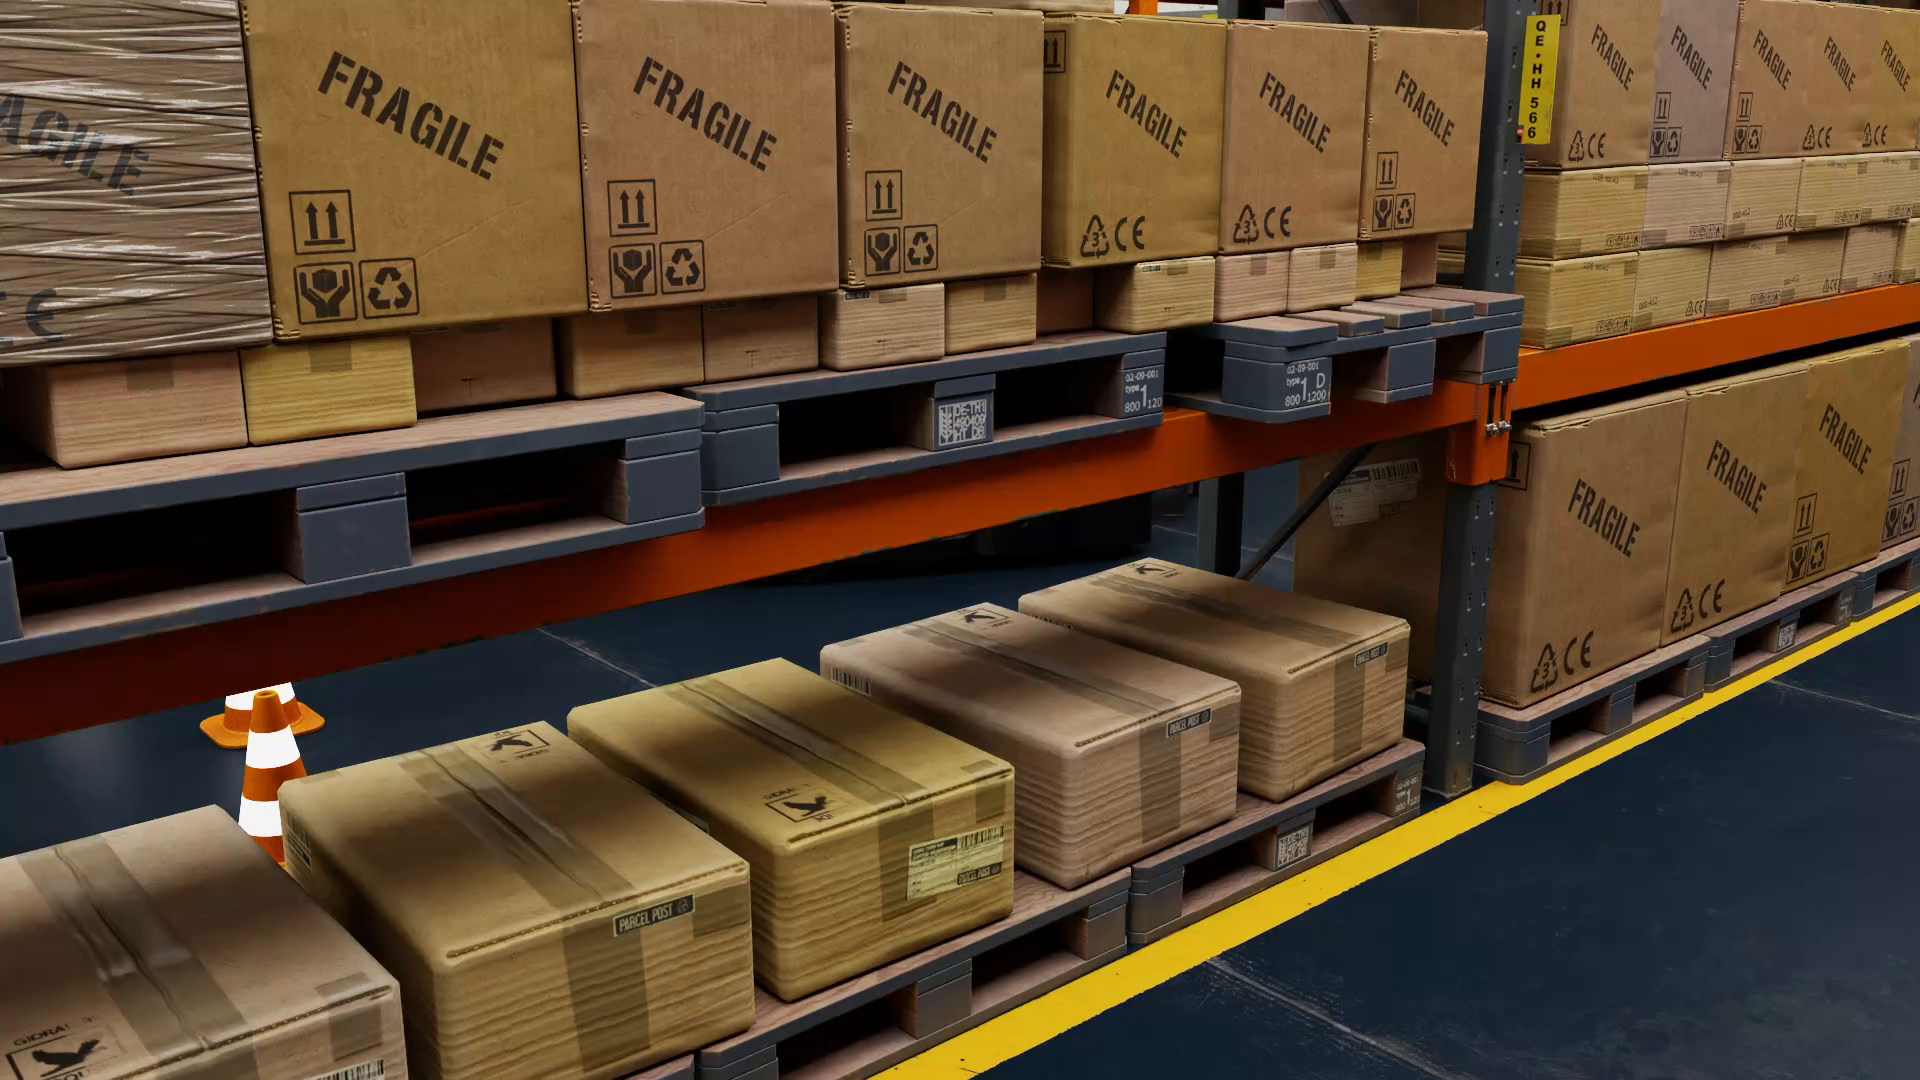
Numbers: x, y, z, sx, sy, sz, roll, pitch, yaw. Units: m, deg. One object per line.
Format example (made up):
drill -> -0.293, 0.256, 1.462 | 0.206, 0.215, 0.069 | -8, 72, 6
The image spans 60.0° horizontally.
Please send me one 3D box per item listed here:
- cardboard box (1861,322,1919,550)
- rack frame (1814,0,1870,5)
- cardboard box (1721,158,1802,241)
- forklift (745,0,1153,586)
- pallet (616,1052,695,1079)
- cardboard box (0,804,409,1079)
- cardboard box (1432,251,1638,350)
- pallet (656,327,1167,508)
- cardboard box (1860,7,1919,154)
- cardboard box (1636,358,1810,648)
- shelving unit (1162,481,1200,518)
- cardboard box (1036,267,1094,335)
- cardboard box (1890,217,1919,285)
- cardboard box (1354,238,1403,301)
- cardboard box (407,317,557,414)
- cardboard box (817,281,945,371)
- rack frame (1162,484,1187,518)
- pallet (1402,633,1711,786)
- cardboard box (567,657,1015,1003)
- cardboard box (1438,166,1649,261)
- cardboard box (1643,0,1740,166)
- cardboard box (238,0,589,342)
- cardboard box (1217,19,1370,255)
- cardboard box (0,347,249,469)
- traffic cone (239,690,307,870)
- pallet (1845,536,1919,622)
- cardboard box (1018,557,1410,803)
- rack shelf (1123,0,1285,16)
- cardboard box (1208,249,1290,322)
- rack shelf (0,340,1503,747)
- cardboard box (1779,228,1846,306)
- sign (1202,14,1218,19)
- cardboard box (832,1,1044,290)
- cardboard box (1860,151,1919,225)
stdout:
cardboard box -> 3.752, -0.522, 7.194 | 0.875, 0.875, 0.875 | -12, 19, -38
rack frame -> 4.167, -1.466, 7.426 | 0.127, 3.000, 1.000 | -13, 19, -39
cardboard box -> 2.469, -1.165, 5.619 | 0.500, 0.250, 0.500 | -13, 20, -40
forklift -> -0.712, -1.373, 7.212 | 3.031, 2.935, 1.130 | -4, 15, -13
pallet -> -1.282, 1.104, 3.207 | 1.213, 0.211, 1.003 | -13, 19, -39
cardboard box -> -1.474, 0.867, 2.971 | 0.625, 0.372, 0.950 | -12, 19, -39
cardboard box -> 1.684, -0.750, 5.035 | 0.500, 0.250, 0.500 | -13, 20, -40
pallet -> -0.317, -0.352, 3.628 | 1.213, 0.211, 1.003 | -13, 19, -39
cardboard box -> 3.214, -1.702, 6.177 | 0.500, 0.500, 0.500 | -12, 19, -38
cardboard box -> 2.401, -0.216, 6.049 | 0.875, 0.875, 0.875 | -12, 19, -39
shelving unit -> 0.981, -1.197, 8.163 | 0.431, 2.100, 0.503 | 4, 16, 15
cardboard box -> 0.076, -0.549, 3.666 | 0.250, 0.149, 0.380 | -12, 19, -39
cardboard box -> 3.609, -1.182, 6.655 | 0.500, 0.250, 0.500 | -13, 20, -40
cardboard box -> 0.902, -0.709, 4.265 | 0.250, 0.149, 0.380 | -12, 19, -39
cardboard box -> -0.886, -0.328, 2.838 | 0.250, 0.149, 0.380 | -11, 19, -36
cardboard box -> -0.242, -0.440, 3.257 | 0.250, 0.149, 0.380 | -12, 19, -37
rack frame -> 0.913, -1.137, 7.936 | 0.400, 2.100, 0.015 | 4, 16, 15
pallet -> 1.794, 0.440, 5.694 | 1.213, 0.211, 1.003 | -13, 19, -39
cardboard box -> -0.410, 0.626, 3.872 | 0.625, 0.372, 0.950 | -12, 19, -38
cardboard box -> 1.694, -0.995, 4.985 | 0.500, 0.250, 0.500 | -13, 20, -40
cardboard box -> 2.050, -1.442, 5.203 | 0.500, 0.500, 0.500 | -13, 19, -39
cardboard box -> -0.948, -0.614, 2.653 | 0.500, 0.500, 0.500 | -13, 19, -39
cardboard box -> 0.606, -0.962, 3.957 | 0.500, 0.500, 0.500 | -13, 20, -40
cardboard box -> -1.244, -0.224, 2.451 | 0.250, 0.149, 0.380 | -12, 19, -39
traffic cone -> -1.851, 0.632, 4.486 | 0.334, 0.463, 0.336 | -13, 19, -39
pallet -> 3.635, 0.027, 7.241 | 1.213, 0.211, 1.003 | -13, 19, -39
cardboard box -> 0.717, 0.372, 4.823 | 0.625, 0.372, 0.950 | -14, 21, -43
rack shelf -> 2.350, -3.853, 11.944 | 4.000, 0.370, 1.077 | -13, 19, -39
cardboard box -> 0.546, -0.617, 3.919 | 0.250, 0.149, 0.380 | -14, 20, -42
rack shelf -> -0.359, -0.102, 3.713 | 4.000, 0.370, 1.077 | -13, 19, -39
cardboard box -> 2.829, -1.012, 6.018 | 0.500, 0.250, 0.500 | -13, 19, -39
sign -> 0.783, -1.455, 5.142 | 0.005, 0.325, 0.100 | -13, 19, -39
cardboard box -> -0.186, -0.784, 3.290 | 0.500, 0.500, 0.500 | -14, 20, -42
cardboard box -> 3.235, -1.338, 6.268 | 0.500, 0.250, 0.500 | -12, 19, -38
